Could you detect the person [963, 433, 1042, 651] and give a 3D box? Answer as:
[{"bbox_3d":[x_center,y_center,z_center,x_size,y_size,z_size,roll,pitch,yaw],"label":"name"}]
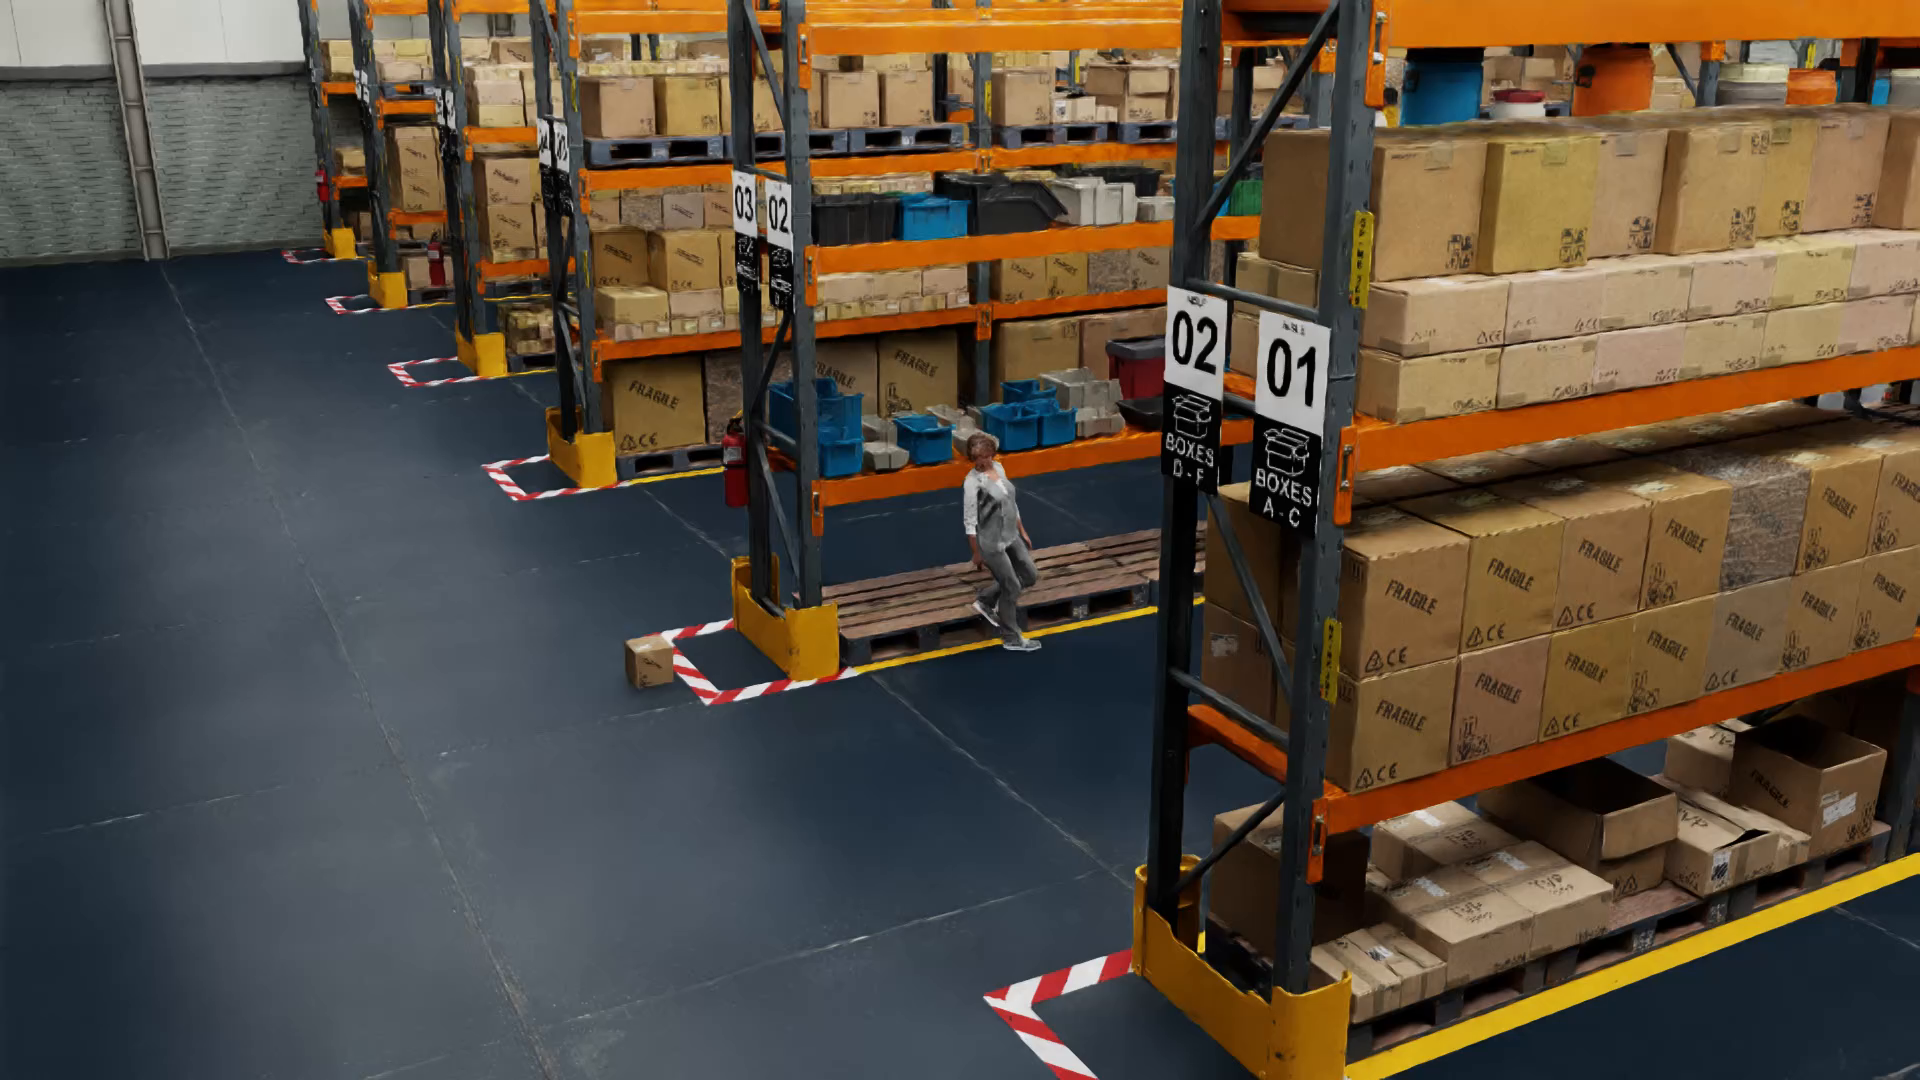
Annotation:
[{"bbox_3d":[0.258,0.030,11.136,0.509,1.551,0.487,9,21,26],"label":"person"}]
